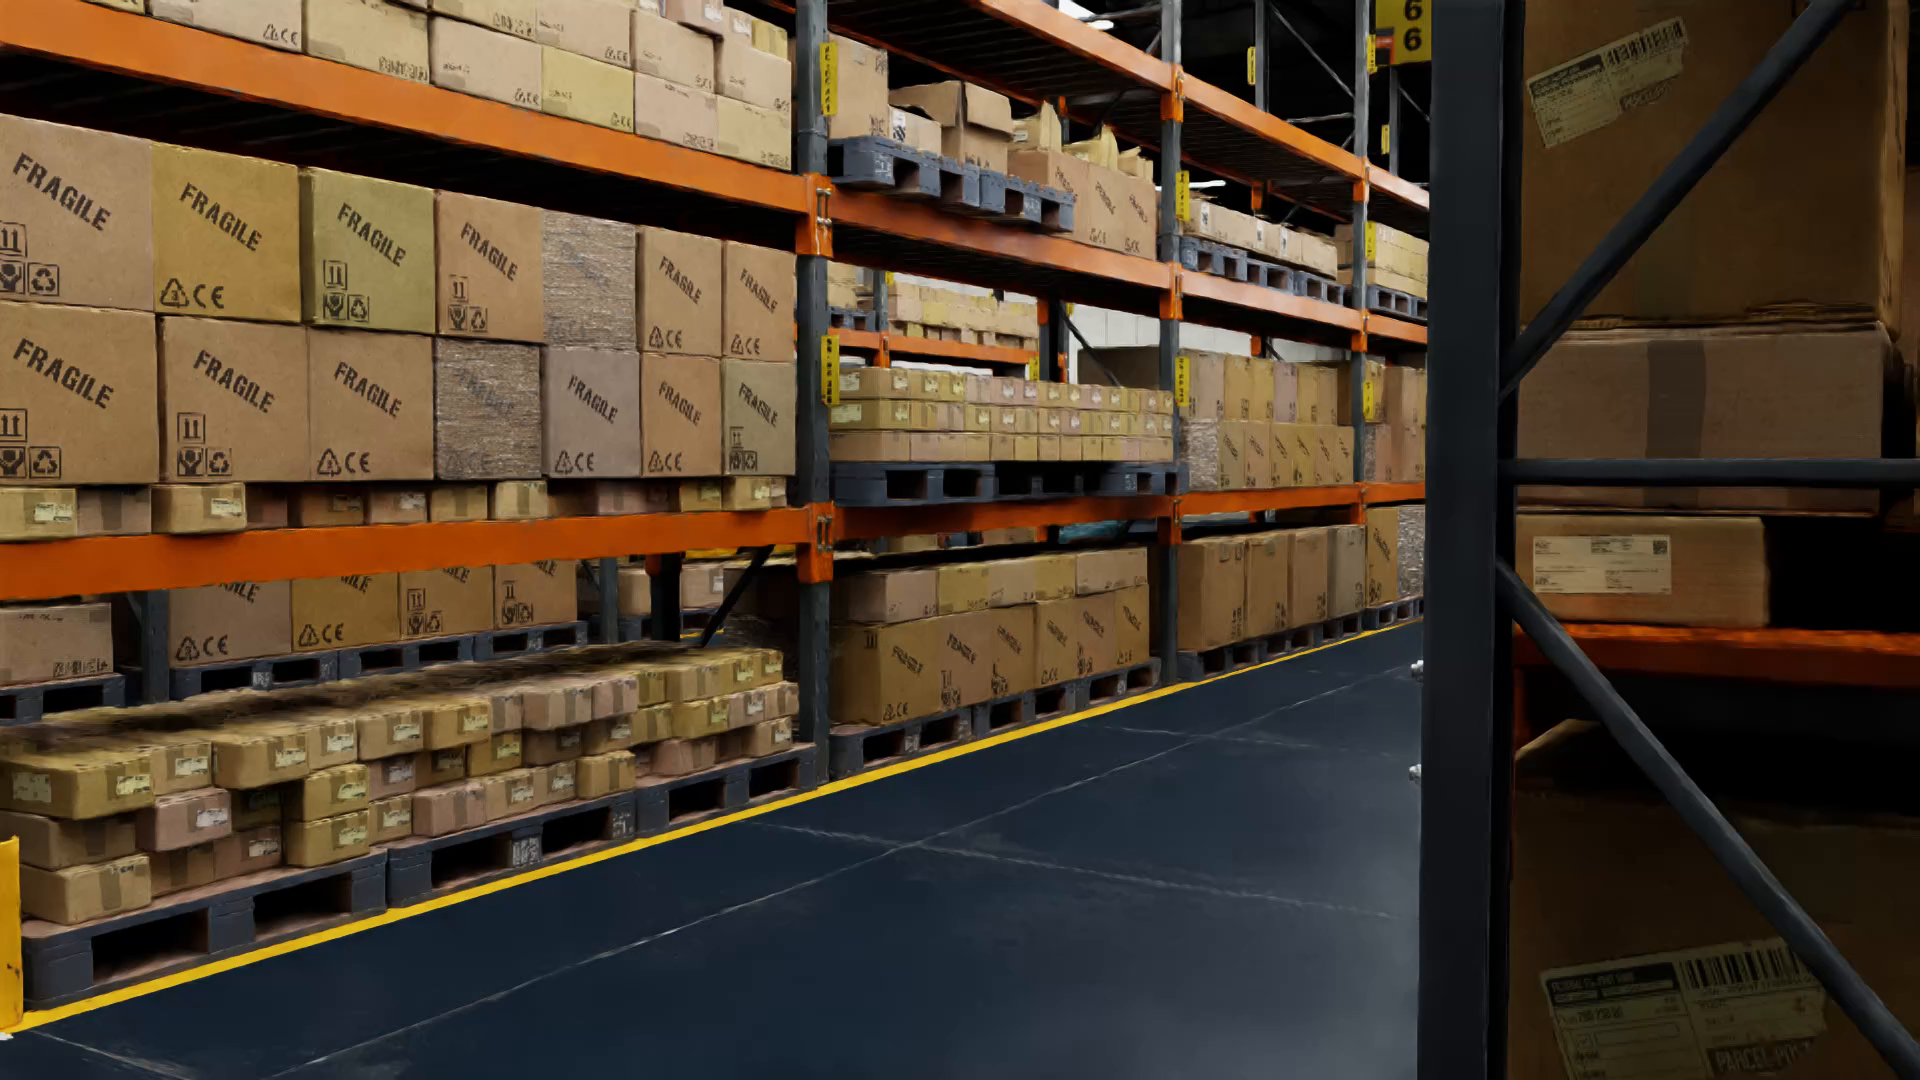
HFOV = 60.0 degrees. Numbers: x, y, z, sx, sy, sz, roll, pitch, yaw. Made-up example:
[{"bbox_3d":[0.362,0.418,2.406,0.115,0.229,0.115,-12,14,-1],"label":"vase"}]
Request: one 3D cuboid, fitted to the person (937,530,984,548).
[{"bbox_3d":[0.037,-0.079,14.486,0.567,1.769,0.732,2,3,32],"label":"person"}]
